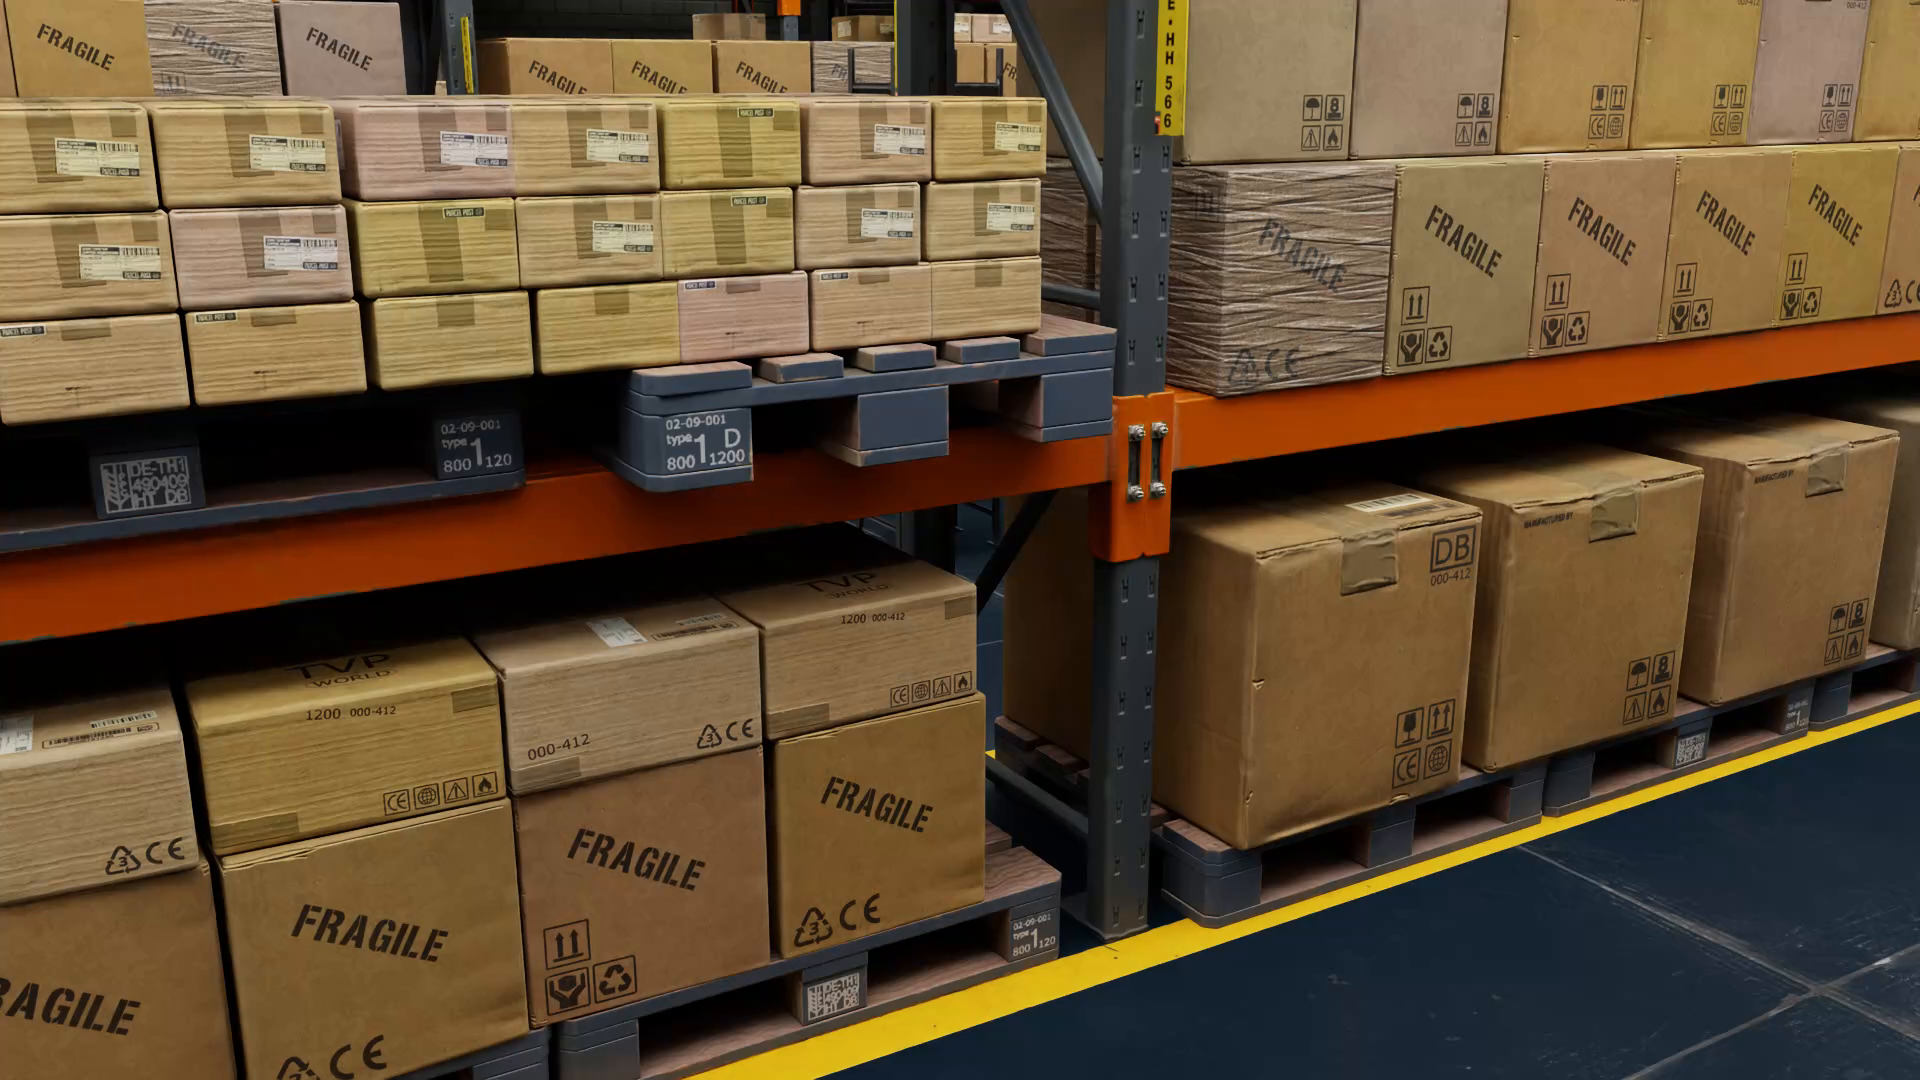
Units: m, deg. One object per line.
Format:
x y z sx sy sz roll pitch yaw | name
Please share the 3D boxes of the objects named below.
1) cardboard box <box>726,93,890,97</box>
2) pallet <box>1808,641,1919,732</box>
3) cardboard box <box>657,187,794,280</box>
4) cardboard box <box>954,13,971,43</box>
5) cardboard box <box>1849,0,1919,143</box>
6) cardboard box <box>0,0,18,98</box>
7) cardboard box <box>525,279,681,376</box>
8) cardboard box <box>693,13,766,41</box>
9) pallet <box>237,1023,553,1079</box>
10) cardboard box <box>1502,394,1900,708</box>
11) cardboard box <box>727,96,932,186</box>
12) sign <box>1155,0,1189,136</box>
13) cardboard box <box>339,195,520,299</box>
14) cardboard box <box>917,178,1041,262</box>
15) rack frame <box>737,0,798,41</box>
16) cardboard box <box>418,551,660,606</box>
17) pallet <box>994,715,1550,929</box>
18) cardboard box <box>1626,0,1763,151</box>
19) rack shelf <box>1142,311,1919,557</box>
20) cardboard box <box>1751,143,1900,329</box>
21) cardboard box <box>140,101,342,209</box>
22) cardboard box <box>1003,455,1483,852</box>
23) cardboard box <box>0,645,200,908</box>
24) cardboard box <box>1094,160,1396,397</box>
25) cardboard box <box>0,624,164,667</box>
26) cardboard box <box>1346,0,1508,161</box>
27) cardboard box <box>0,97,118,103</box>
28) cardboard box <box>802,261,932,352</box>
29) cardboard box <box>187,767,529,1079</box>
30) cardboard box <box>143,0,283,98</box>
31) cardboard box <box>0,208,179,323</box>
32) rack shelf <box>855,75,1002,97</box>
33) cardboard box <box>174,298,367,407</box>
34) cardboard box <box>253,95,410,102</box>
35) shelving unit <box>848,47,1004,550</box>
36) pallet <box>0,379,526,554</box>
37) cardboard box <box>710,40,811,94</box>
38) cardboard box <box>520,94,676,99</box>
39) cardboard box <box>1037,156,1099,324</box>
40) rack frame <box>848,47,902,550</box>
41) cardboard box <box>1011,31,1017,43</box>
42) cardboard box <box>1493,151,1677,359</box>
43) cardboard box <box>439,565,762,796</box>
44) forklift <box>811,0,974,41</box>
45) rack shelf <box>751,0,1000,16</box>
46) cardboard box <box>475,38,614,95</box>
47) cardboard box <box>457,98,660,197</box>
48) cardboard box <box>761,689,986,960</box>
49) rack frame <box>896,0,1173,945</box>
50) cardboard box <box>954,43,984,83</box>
-0.354 -0.951 3.830 0.250 0.149 0.380 -9 18 -30 | cardboard box
2.952 0.308 5.919 1.213 0.211 1.003 -9 18 -30 | pallet
-0.496 -0.579 3.054 0.250 0.149 0.380 -9 18 -28 | cardboard box
-0.148 -2.738 8.902 0.250 0.149 0.380 -10 19 -32 | cardboard box
2.712 -1.546 5.331 0.500 0.500 0.700 -10 18 -31 | cardboard box
-4.101 -1.922 6.672 0.500 0.500 0.500 -10 18 -31 | cardboard box
-0.690 -0.406 2.987 0.250 0.149 0.380 -9 18 -30 | cardboard box
-1.233 -2.733 8.886 0.250 0.149 0.380 -10 19 -32 | cardboard box
-1.570 1.016 3.393 1.213 0.211 1.003 -9 18 -30 | pallet
2.260 -0.038 5.377 0.750 0.750 1.050 -9 18 -30 | cardboard box
-0.255 -0.762 3.157 0.250 0.149 0.380 -9 18 -30 | cardboard box
0.433 -0.998 3.415 0.005 0.325 0.100 -9 18 -30 | sign
-0.925 -0.510 2.809 0.250 0.149 0.380 -9 18 -30 | cardboard box
-0.044 -0.654 3.320 0.250 0.149 0.380 -9 18 -29 | cardboard box
-1.621 -3.438 14.118 0.127 3.000 1.000 -9 18 -30 | rack frame
-1.005 0.148 3.790 0.500 0.250 0.500 -9 18 -30 | cardboard box
0.860 0.647 4.709 1.213 0.211 1.003 -9 18 -30 | pallet
1.845 -1.406 4.832 0.500 0.500 0.700 -9 18 -30 | cardboard box
1.860 -0.535 5.093 4.000 0.370 1.077 -9 18 -30 | rack shelf
2.398 -0.932 4.994 0.500 0.500 0.500 -9 18 -29 | cardboard box
-1.148 -0.617 2.640 0.250 0.149 0.380 -8 18 -27 | cardboard box
0.714 0.214 4.479 0.750 0.750 1.050 -9 18 -30 | cardboard box
-1.619 0.407 2.864 0.500 0.250 0.500 -8 18 -28 | cardboard box
0.669 -0.651 3.990 0.500 0.500 0.500 -9 18 -29 | cardboard box
-1.882 0.286 3.296 0.500 0.250 0.500 -10 19 -32 | cardboard box
0.968 -1.263 4.322 0.500 0.500 0.700 -10 18 -31 | cardboard box
-1.692 -0.735 3.058 0.250 0.149 0.380 -10 18 -30 | cardboard box
-0.254 -0.475 3.236 0.250 0.149 0.380 -9 18 -30 | cardboard box
-1.176 0.699 3.213 0.500 0.500 0.500 -10 19 -32 | cardboard box
-3.235 -2.058 7.158 0.500 0.500 0.500 -9 18 -29 | cardboard box
-1.369 -0.438 2.551 0.250 0.149 0.380 -10 18 -31 | cardboard box
-0.142 -1.649 6.859 0.480 0.518 0.431 -9 18 -30 | rack shelf
-1.143 -0.332 2.726 0.250 0.149 0.380 -9 18 -28 | cardboard box
-1.250 -0.806 3.312 0.250 0.149 0.380 -8 18 -27 | cardboard box
-0.142 -0.988 7.044 0.503 2.100 0.431 -9 18 -30 | shelving unit
-1.530 -0.226 3.015 1.213 0.211 1.003 -9 18 -30 | pallet
-1.091 -2.286 8.495 0.500 0.500 0.500 -9 18 -29 | cardboard box
-0.792 -0.880 3.578 0.250 0.149 0.380 -9 18 -30 | cardboard box
0.393 -0.776 4.436 0.500 0.500 0.500 -9 18 -30 | cardboard box
-0.351 -0.954 6.923 0.015 2.100 0.400 -9 18 -30 | rack frame
0.353 -3.013 9.884 0.250 0.149 0.380 -9 18 -30 | cardboard box
1.536 -0.793 4.495 0.500 0.500 0.500 -9 18 -30 | cardboard box
-0.733 0.266 3.369 0.500 0.250 0.500 -9 18 -29 | cardboard box
-0.492 -2.929 12.429 1.130 2.935 3.031 2 16 8 | forklift
0.093 -4.814 14.802 4.000 0.370 1.077 -9 18 -30 | rack shelf
-1.986 -2.137 7.961 0.500 0.500 0.500 -10 18 -31 | cardboard box
-0.707 -0.688 2.892 0.250 0.149 0.380 -9 18 -28 | cardboard box
-0.284 0.550 3.743 0.500 0.500 0.500 -9 18 -30 | cardboard box
0.145 -0.603 4.004 0.127 3.000 1.000 -9 18 -30 | rack frame
-0.209 -2.427 8.997 0.500 0.500 0.500 -9 18 -28 | cardboard box
